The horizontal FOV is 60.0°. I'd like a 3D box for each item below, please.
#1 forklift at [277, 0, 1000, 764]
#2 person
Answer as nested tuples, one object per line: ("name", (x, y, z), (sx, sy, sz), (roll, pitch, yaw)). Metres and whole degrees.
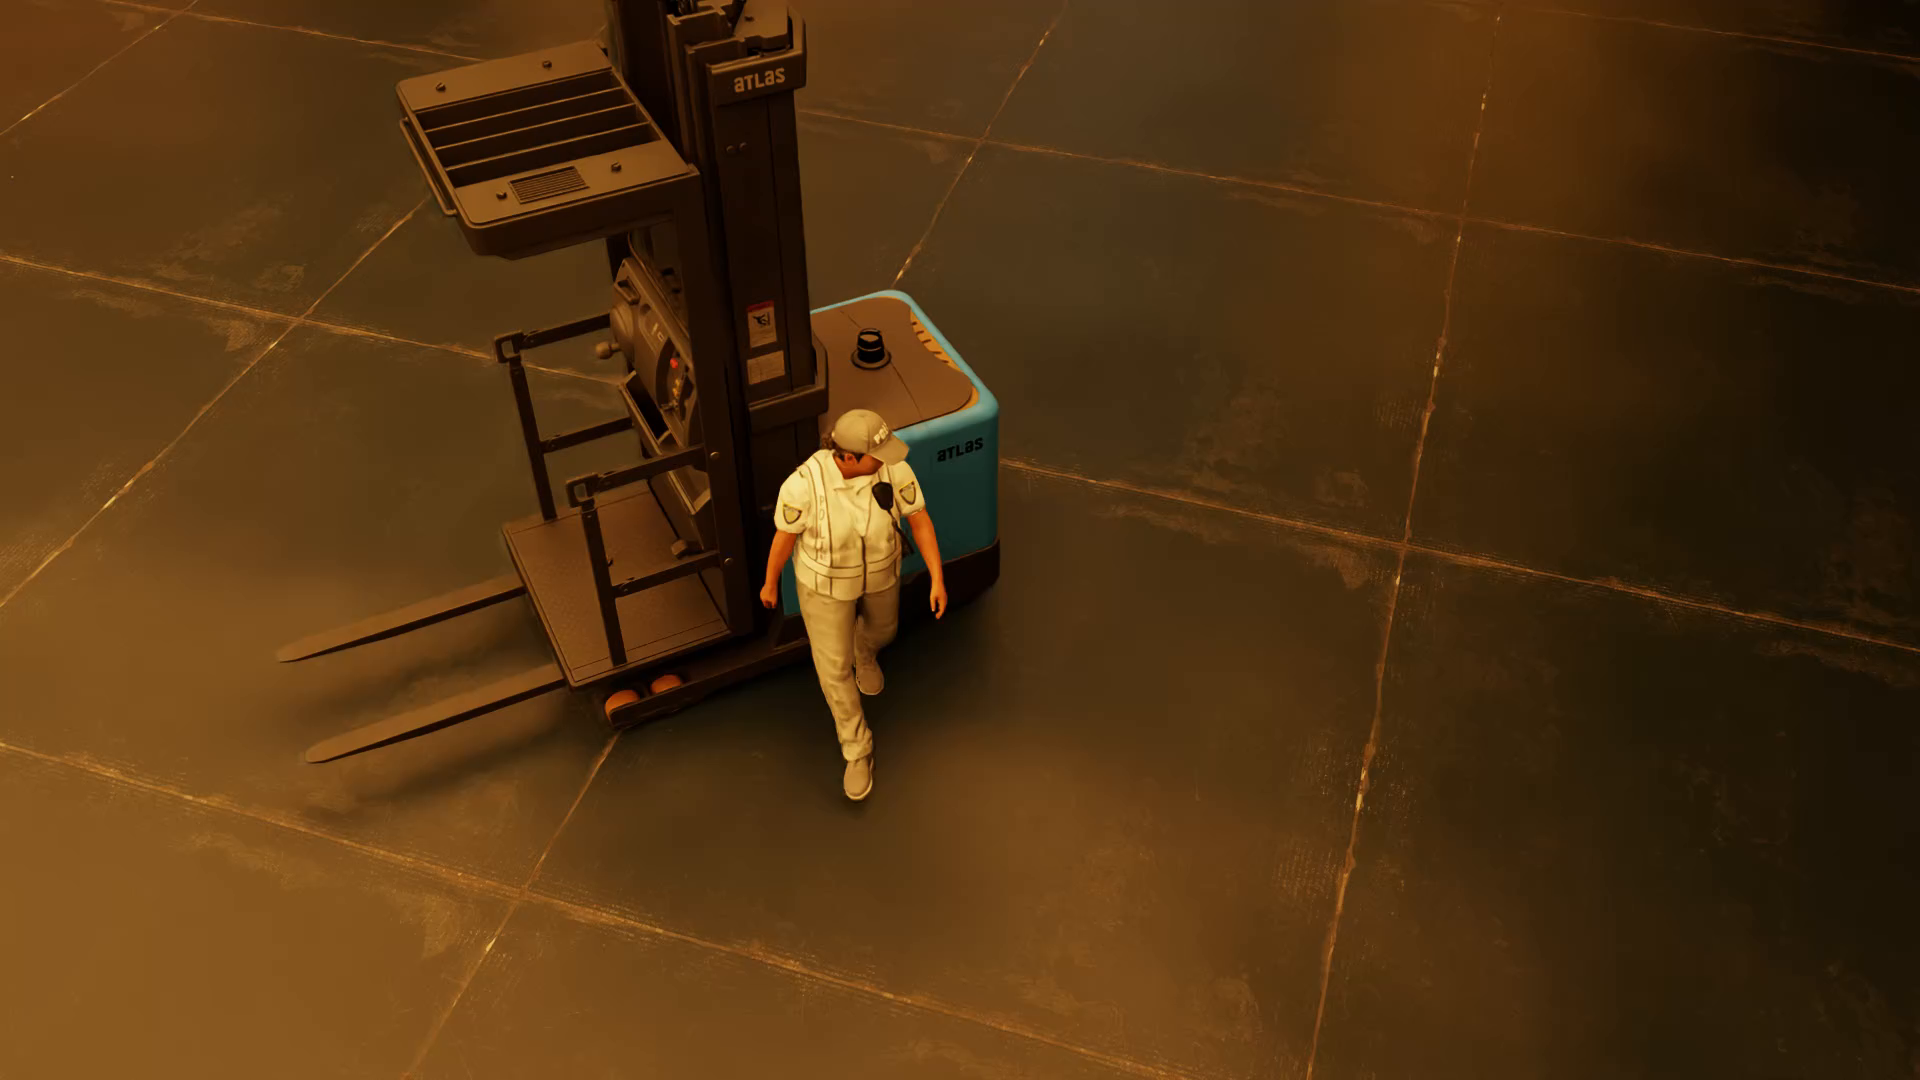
("forklift", (-1.374, -0.694, 6.435), (3.031, 2.935, 1.130), (-19, 46, -19))
("person", (-0.405, 0.207, 6.448), (0.662, 1.624, 0.877), (-17, 46, -18))
